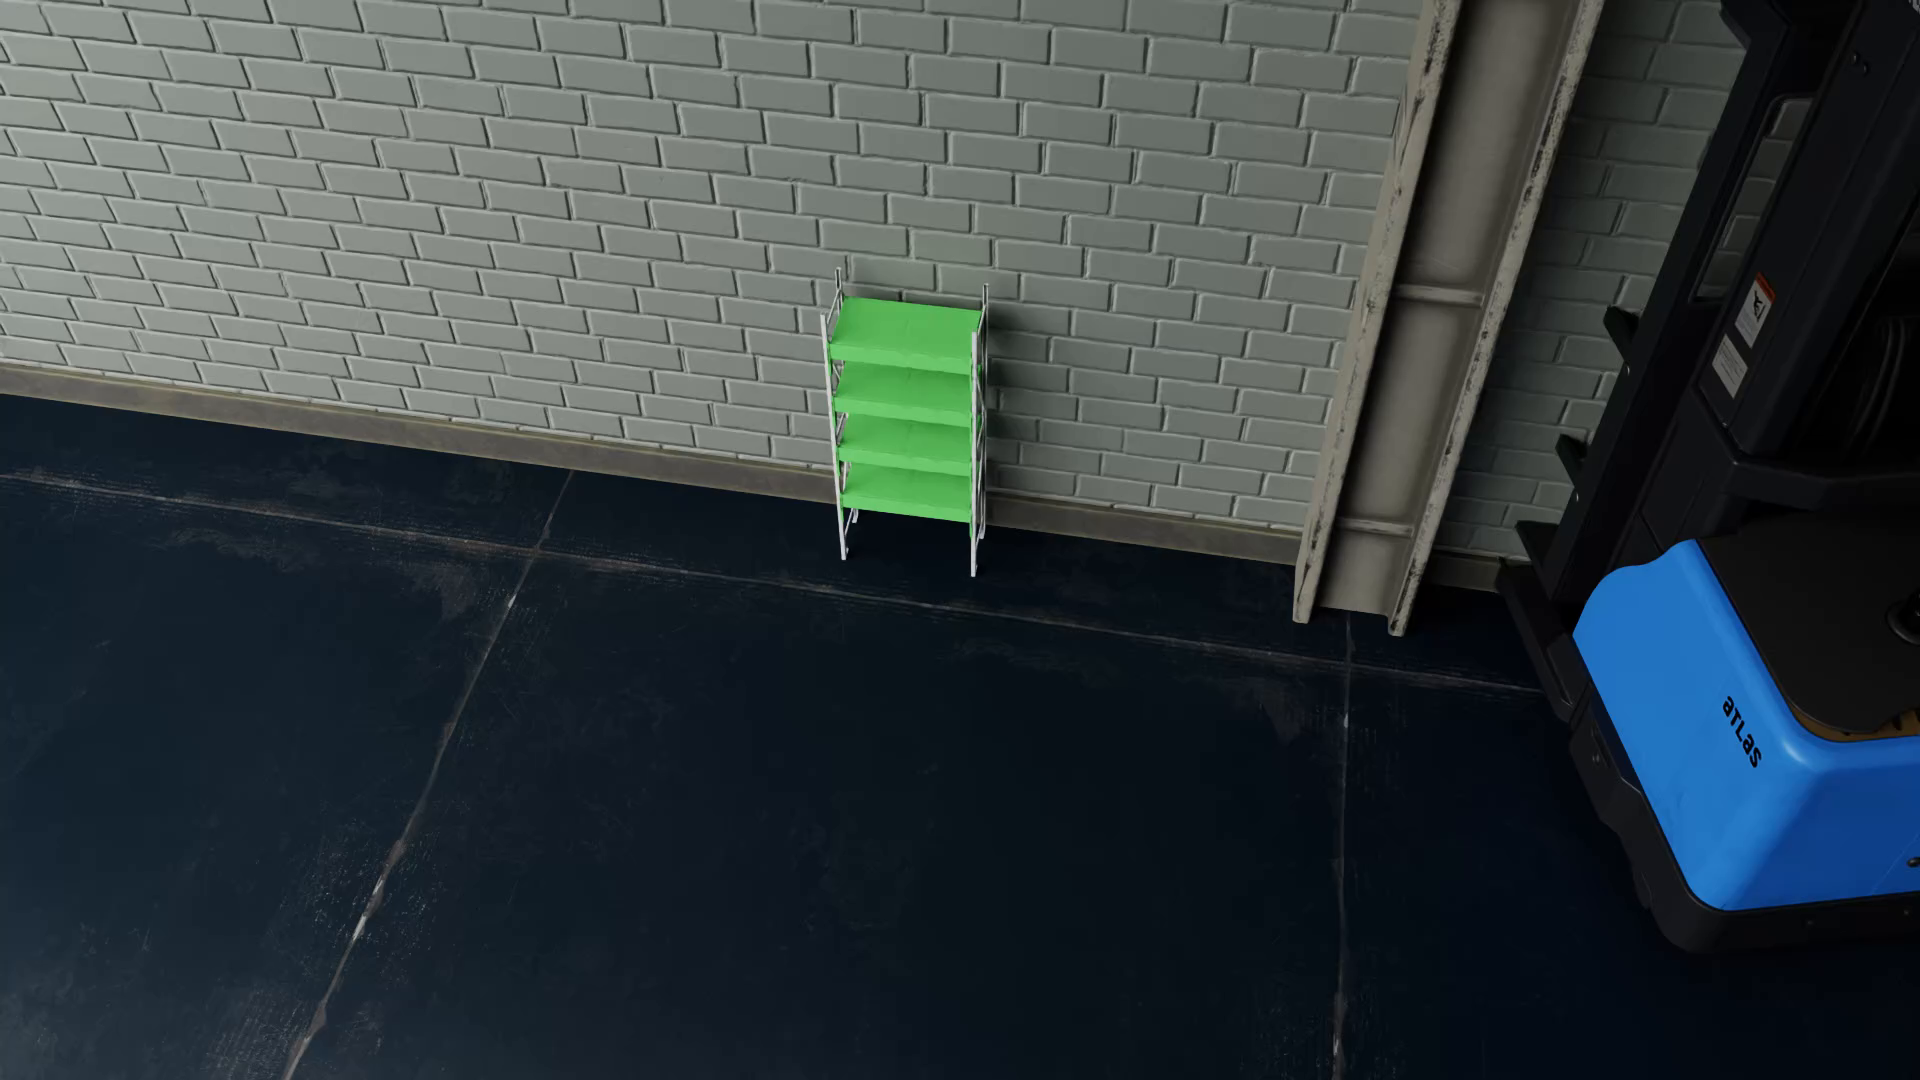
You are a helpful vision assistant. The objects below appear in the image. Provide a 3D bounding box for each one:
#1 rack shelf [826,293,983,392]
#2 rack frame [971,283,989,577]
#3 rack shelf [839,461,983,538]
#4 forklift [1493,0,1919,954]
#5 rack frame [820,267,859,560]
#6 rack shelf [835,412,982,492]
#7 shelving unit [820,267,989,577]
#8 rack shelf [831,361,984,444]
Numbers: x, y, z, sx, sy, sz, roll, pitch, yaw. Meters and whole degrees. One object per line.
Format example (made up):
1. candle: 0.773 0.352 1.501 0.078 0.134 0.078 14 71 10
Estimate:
1. rack shelf: -0.175 -0.650 5.465 0.480 0.148 0.258 7 50 6
2. rack frame: 0.067 -0.347 5.752 0.015 1.200 0.240 7 50 6
3. rack shelf: -0.172 -0.179 6.009 0.480 0.148 0.258 7 50 6
4. forklift: 2.497 -0.834 5.029 1.130 2.935 3.031 -5 48 -4
5. rack frame: -0.414 -0.408 5.807 0.015 1.200 0.240 7 50 6
6. rack shelf: -0.173 -0.336 5.828 0.480 0.148 0.258 7 50 6
7. shelving unit: -0.173 -0.378 5.779 0.503 1.200 0.258 7 50 6
8. rack shelf: -0.174 -0.493 5.646 0.480 0.148 0.258 7 50 6
